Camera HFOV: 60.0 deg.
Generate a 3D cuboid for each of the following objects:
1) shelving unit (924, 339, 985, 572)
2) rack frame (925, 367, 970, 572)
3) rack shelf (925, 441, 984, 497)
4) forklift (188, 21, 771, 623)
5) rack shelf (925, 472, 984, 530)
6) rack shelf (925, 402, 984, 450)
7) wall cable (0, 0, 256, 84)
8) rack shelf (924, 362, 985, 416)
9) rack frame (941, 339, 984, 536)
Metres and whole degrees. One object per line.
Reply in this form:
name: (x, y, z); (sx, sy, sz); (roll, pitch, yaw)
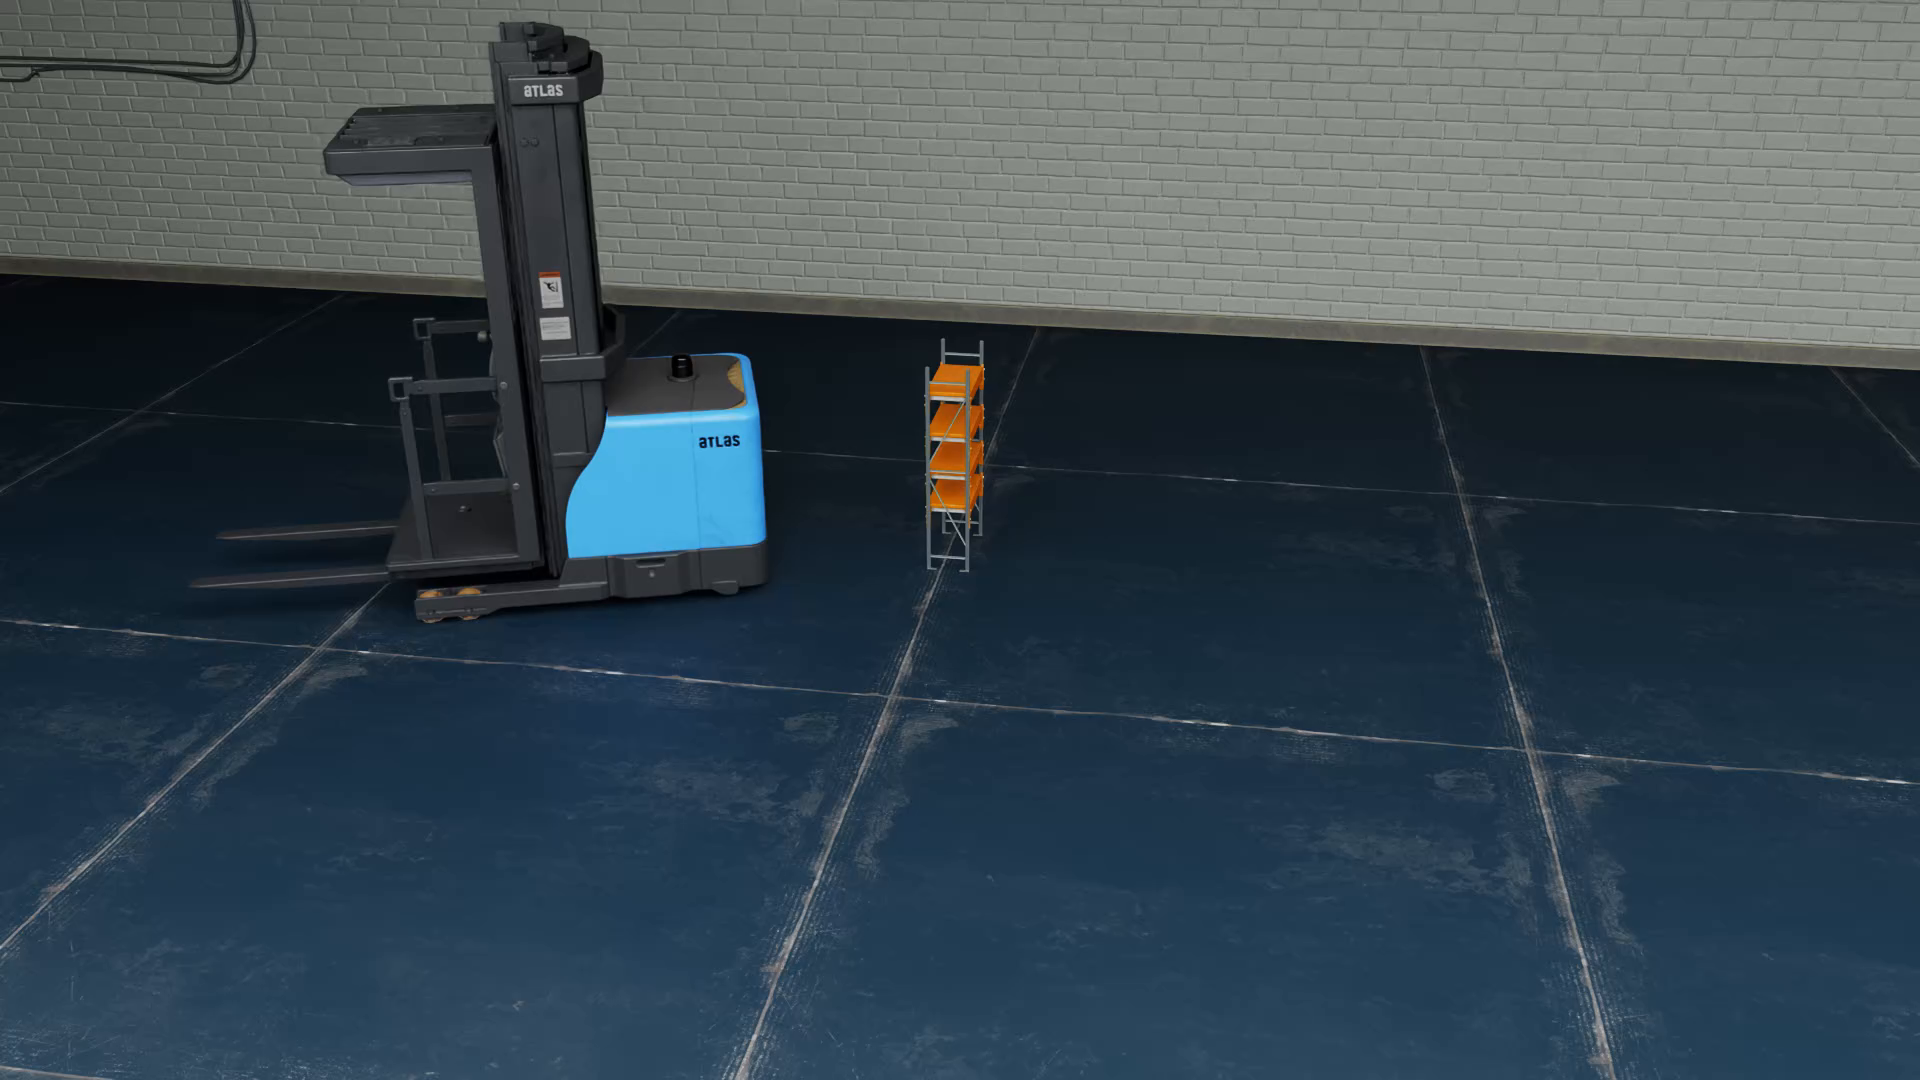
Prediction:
shelving unit: (-0.027, -0.474, 9.348); (0.258, 1.200, 0.503); (4, 25, 9)
rack frame: (-0.067, -0.372, 9.130); (0.240, 1.200, 0.015); (4, 25, 9)
rack shelf: (-0.027, -0.413, 9.376); (0.258, 0.148, 0.480); (4, 25, 9)
forklift: (-2.606, -1.131, 8.708); (3.031, 2.935, 1.130); (-4, 25, -9)
rack shelf: (-0.027, -0.233, 9.460); (0.258, 0.148, 0.480); (4, 25, 9)
rack shelf: (-0.027, -0.616, 9.281); (0.258, 0.148, 0.480); (4, 25, 9)
wall cable: (-7.254, -4.945, 13.362); (3.097, 2.526, 0.112); (4, 25, 9)
rack shelf: (-0.027, -0.830, 9.181); (0.258, 0.148, 0.480); (4, 25, 9)
rack frame: (0.013, -0.576, 9.566); (0.240, 1.200, 0.015); (4, 25, 9)
